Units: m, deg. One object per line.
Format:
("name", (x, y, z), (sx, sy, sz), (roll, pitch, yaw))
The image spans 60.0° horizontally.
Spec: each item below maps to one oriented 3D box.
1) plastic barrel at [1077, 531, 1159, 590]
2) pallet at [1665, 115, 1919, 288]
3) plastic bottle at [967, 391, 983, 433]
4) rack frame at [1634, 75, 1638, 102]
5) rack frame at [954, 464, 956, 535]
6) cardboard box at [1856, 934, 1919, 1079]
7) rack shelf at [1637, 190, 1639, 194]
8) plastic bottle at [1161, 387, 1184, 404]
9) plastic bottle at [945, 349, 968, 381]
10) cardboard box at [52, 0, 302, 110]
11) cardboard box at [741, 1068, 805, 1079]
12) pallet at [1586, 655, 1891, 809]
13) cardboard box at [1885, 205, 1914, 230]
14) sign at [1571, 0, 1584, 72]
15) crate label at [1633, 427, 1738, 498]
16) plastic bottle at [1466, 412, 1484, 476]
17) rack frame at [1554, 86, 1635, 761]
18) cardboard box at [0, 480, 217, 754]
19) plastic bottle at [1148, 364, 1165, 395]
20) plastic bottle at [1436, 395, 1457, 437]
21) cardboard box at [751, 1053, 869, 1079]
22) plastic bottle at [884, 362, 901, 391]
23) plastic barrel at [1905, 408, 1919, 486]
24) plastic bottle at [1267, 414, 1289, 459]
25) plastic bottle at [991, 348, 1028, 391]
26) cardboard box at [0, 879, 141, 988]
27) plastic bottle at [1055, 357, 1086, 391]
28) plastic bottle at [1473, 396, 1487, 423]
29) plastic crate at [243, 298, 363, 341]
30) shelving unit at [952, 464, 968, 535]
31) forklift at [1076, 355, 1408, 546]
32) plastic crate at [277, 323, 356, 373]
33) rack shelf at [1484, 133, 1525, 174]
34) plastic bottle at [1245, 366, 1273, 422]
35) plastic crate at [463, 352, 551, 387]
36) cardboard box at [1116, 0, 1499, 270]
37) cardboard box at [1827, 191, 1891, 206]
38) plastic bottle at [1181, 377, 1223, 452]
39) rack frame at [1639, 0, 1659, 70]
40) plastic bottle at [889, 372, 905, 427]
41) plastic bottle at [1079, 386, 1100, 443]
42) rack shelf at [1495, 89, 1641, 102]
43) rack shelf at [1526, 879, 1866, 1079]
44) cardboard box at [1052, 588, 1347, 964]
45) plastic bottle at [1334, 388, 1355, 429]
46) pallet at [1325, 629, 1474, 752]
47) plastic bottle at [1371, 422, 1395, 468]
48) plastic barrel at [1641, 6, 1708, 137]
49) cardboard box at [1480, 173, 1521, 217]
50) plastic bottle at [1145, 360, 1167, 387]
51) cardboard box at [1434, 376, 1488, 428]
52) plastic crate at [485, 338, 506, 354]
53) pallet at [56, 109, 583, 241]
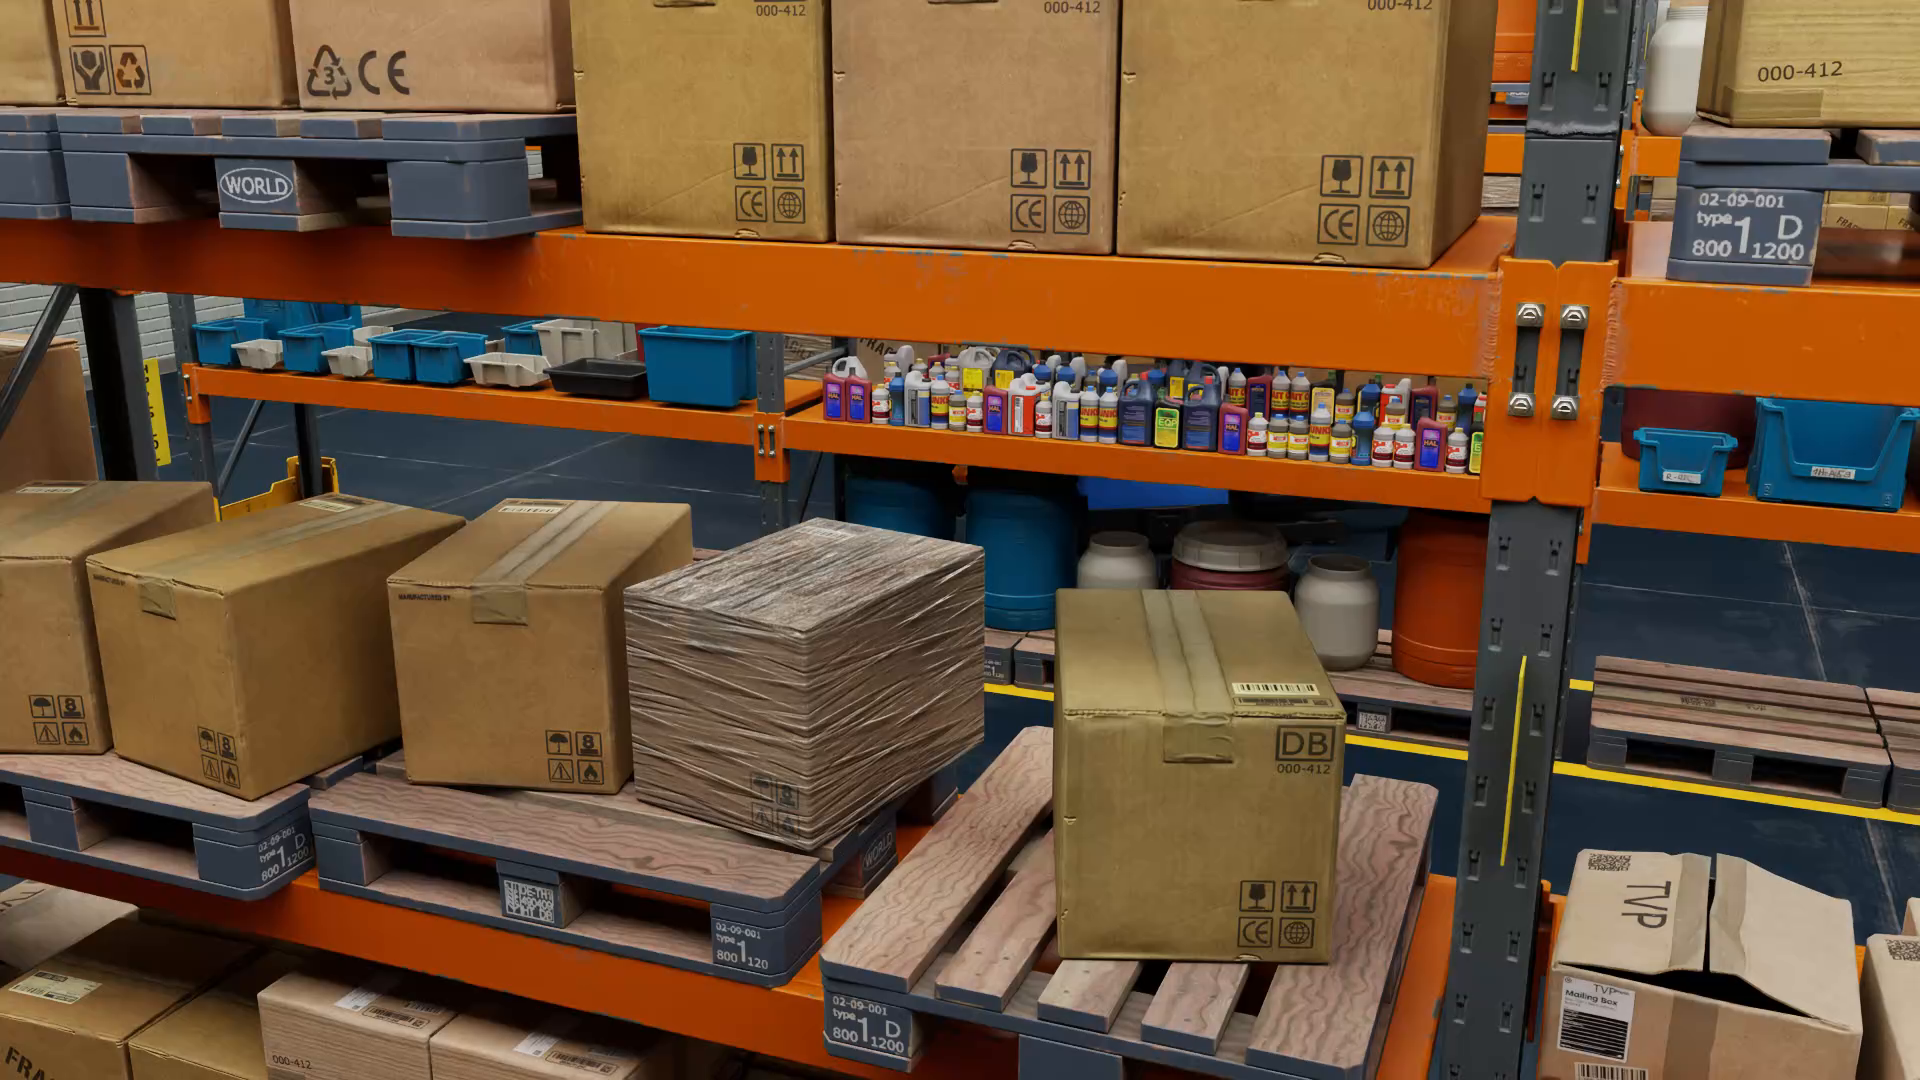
("plastic barrel", (0.823, 0.241, 8.672), (0.421, 0.512, 0.421), (0, 16, 0))
("pallet", (1.736, -0.576, 2.735), (1.003, 0.211, 1.213), (7, 18, 23))
("plastic bottle", (0.082, -0.648, 8.380), (0.097, 0.201, 0.097), (0, 16, 0))
("rack frame", (4.710, -1.841, 12.134), (0.127, 3.000, 1.000), (6, 17, 21))
("rack frame", (-0.072, -0.584, 11.034), (0.006, 1.200, 0.240), (6, 17, 21))
("cardboard box", (1.833, 0.913, 2.810), (0.500, 0.311, 0.500), (6, 17, 20))
("rack shelf", (12.024, -5.149, 24.819), (4.000, 0.370, 1.077), (6, 17, 21))
("plastic bottle", (1.023, -0.596, 8.056), (0.133, 0.283, 0.061), (6, 17, 21))
("plastic bottle", (-0.003, -0.912, 9.157), (0.135, 0.276, 0.152), (6, 17, 21))
("cardboard box", (-1.578, -1.286, 3.732), (0.600, 0.600, 0.600), (6, 17, 20))
("cardboard box", (-0.366, 1.629, 3.875), (0.500, 0.500, 0.500), (6, 17, 19))
("pallet", (3.599, 0.872, 7.791), (1.213, 0.211, 1.003), (6, 17, 21))
("cardboard box", (8.821, -2.843, 15.408), (0.500, 0.500, 0.500), (6, 17, 21))
("sign", (0.871, -0.820, 2.311), (0.005, 0.325, 0.100), (6, 17, 21))
("crate label", (3.147, -0.336, 7.250), (0.416, 0.233, 0.303), (6, 17, 21))
("plastic bottle", (2.360, -0.431, 7.487), (0.133, 0.283, 0.061), (6, 17, 21))
("rack frame", (2.893, -0.556, 7.710), (0.127, 3.000, 1.000), (6, 17, 21))
("cardboard box", (-2.291, 0.176, 4.256), (0.500, 0.500, 0.700), (1, 16, 2))
("plastic bottle", (1.026, -0.787, 8.734), (0.097, 0.271, 0.097), (0, 16, 0))
("plastic bottle", (2.420, -0.618, 8.278), (0.097, 0.201, 0.097), (0, 16, 0))
("cardboard box", (-0.201, 1.492, 4.349), (0.500, 0.500, 0.500), (6, 17, 20))
("plastic bottle", (-0.372, -0.879, 9.179), (0.097, 0.201, 0.097), (0, 16, 0))
("plastic barrel", (4.320, -0.517, 7.374), (0.421, 0.512, 0.421), (0, 16, 0))
("plastic bottle", (1.501, -0.491, 7.843), (0.097, 0.201, 0.097), (0, 16, 0))
("plastic bottle", (0.266, -0.876, 8.900), (0.185, 0.351, 0.144), (6, 17, 21))
("cardboard box", (-2.961, 1.300, 5.350), (0.500, 0.311, 0.500), (6, 17, 21))
("plastic bottle", (0.591, -0.847, 8.932), (0.135, 0.276, 0.152), (6, 17, 21))
("plastic bottle", (2.553, -0.585, 8.032), (0.135, 0.276, 0.152), (6, 17, 21))
("plastic crate", (-4.169, -1.435, 10.564), (0.499, 0.435, 0.616), (6, 17, 21))
("shelving unit", (0.013, -0.575, 11.001), (0.189, 1.200, 0.258), (6, 17, 21))
("forklift", (2.114, -1.512, 11.124), (3.031, 2.935, 1.130), (-3, 16, -10))
("plastic crate", (-3.828, -1.145, 9.930), (0.300, 0.233, 0.416), (6, 17, 21))
("rack shelf", (1.032, -1.856, 8.096), (4.000, 0.370, 1.077), (6, 17, 21))
("plastic bottle", (1.550, -0.758, 8.615), (0.133, 0.283, 0.061), (6, 17, 21))
("plastic crate", (-2.559, -0.968, 9.492), (0.466, 0.136, 0.293), (6, 17, 21))
("cardboard box", (0.653, -0.796, 2.977), (0.500, 0.500, 0.910), (6, 17, 21))
("cardboard box", (8.462, -3.441, 15.674), (0.500, 0.500, 0.700), (6, 17, 20))
("plastic bottle", (1.164, -0.607, 7.974), (0.185, 0.351, 0.144), (6, 17, 21))
("rack frame", (6.624, -5.998, 15.693), (0.127, 3.000, 1.000), (6, 17, 21))
("plastic bottle", (-0.315, -0.725, 8.521), (0.097, 0.271, 0.097), (0, 16, 0))
("plastic bottle", (0.637, -0.620, 8.160), (0.097, 0.271, 0.097), (0, 16, 0))
("rack shelf", (4.763, -4.417, 16.917), (4.000, 0.370, 1.077), (6, 17, 21))
("rack shelf", (2.932, 1.278, 2.681), (4.000, 0.370, 1.077), (6, 17, 21))
("cardboard box", (0.444, 0.443, 3.334), (0.500, 0.500, 0.700), (1, 16, 2))
("plastic bottle", (1.956, -0.669, 8.454), (0.097, 0.201, 0.097), (0, 16, 0))
("pallet", (2.144, 0.713, 8.339), (1.213, 0.211, 1.003), (6, 17, 21))
("plastic bottle", (1.954, -0.442, 7.671), (0.097, 0.201, 0.097), (0, 16, 0))
("plastic barrel", (3.069, -1.939, 6.893), (0.421, 0.512, 0.421), (0, 16, 0))
("cardboard box", (4.036, -2.450, 12.253), (0.637, 0.503, 0.797), (7, 18, 23))
("plastic bottle", (1.039, -0.815, 8.809), (0.133, 0.283, 0.061), (6, 17, 21))
("cardboard box", (4.076, -1.098, 12.634), (0.875, 0.875, 1.225), (5, 17, 18))
("plastic crate", (-2.910, -1.159, 10.152), (0.250, 0.136, 0.298), (6, 17, 21))
("pallet", (-1.103, -0.841, 3.648), (1.003, 0.211, 1.213), (6, 17, 21))
